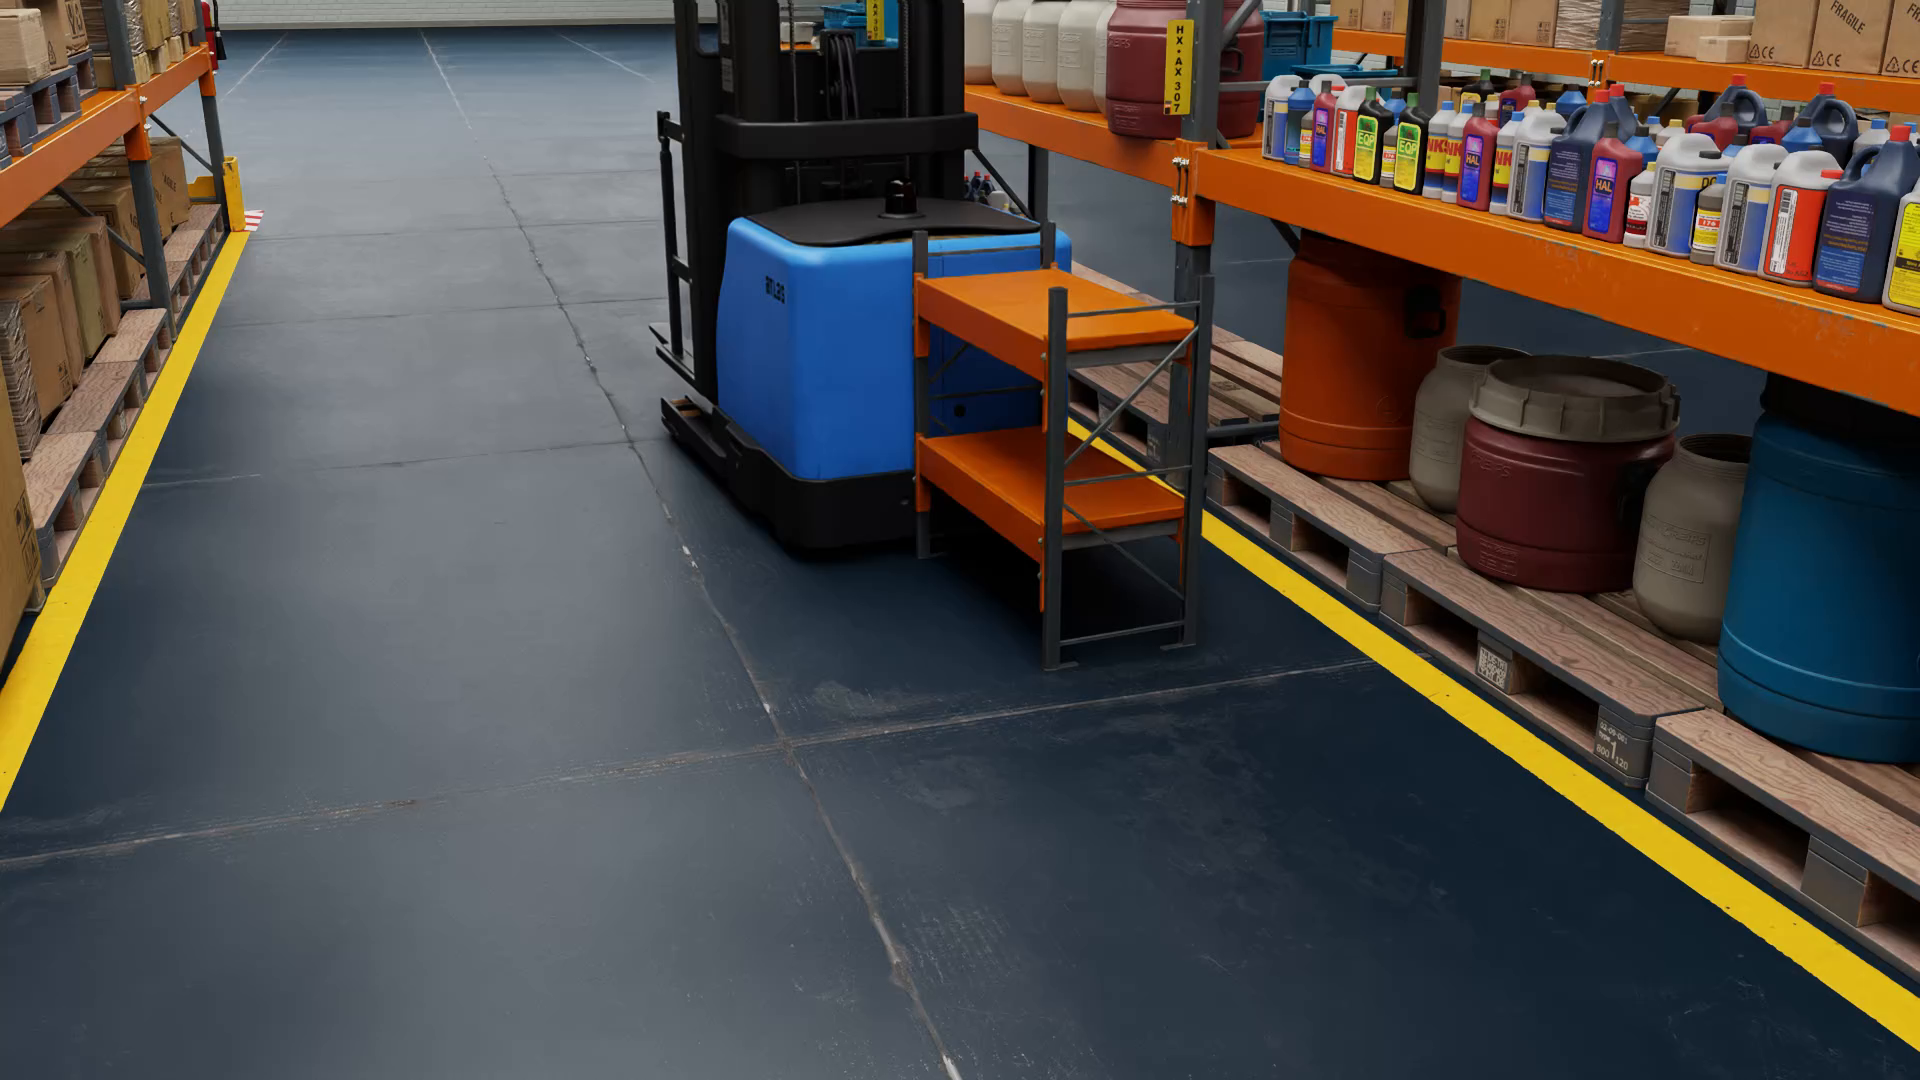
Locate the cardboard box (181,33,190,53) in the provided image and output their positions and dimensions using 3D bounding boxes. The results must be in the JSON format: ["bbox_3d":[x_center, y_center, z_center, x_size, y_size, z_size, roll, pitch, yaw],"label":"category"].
[{"bbox_3d":[-5.426,-3.366,11.222,0.380,0.149,0.250,-6,21,-17],"label":"cardboard box"}]

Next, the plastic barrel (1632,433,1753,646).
[{"bbox_3d":[2.087,-0.005,4.553,0.421,0.512,0.421,0,20,0],"label":"plastic barrel"}]

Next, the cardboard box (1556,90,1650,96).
[{"bbox_3d":[4.733,-3.075,12.376,0.500,0.500,0.500,-6,21,-17],"label":"cardboard box"}]

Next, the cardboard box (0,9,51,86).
[{"bbox_3d":[-3.711,-1.831,6.177,0.500,0.250,0.500,-7,21,-19],"label":"cardboard box"}]

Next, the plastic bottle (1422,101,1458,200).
[{"bbox_3d":[1.399,-1.128,4.811,0.097,0.271,0.097,0,20,0],"label":"plastic bottle"}]

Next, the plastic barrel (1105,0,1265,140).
[{"bbox_3d":[0.866,-1.848,6.424,0.600,0.536,0.708,-6,21,-17],"label":"plastic barrel"}]

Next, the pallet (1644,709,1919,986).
[{"bbox_3d":[2.354,0.676,3.722,1.003,0.211,1.213,-6,21,-17],"label":"pallet"}]

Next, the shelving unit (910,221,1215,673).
[{"bbox_3d":[0.279,-0.338,5.195,0.538,1.125,1.048,-8,21,-21],"label":"shelving unit"}]

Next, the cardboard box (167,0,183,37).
[{"bbox_3d":[-5.383,-3.404,10.367,0.875,0.500,0.500,-6,21,-17],"label":"cardboard box"}]

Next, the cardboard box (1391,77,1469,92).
[{"bbox_3d":[3.774,-3.501,13.565,0.500,0.500,0.500,-6,21,-17],"label":"cardboard box"}]

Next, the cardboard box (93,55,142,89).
[{"bbox_3d":[-4.442,-2.408,8.554,0.380,0.149,0.250,-6,21,-17],"label":"cardboard box"}]

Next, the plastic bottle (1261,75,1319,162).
[{"bbox_3d":[1.129,-1.436,5.661,0.152,0.276,0.135,-6,21,-17],"label":"plastic bottle"}]

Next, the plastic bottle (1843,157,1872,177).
[{"bbox_3d":[1.965,-0.714,3.657,0.097,0.271,0.097,0,20,0],"label":"plastic bottle"}]

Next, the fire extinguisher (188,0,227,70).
[{"bbox_3d":[-5.515,-3.758,12.056,0.296,0.674,0.183,-6,21,-17],"label":"fire extinguisher"}]

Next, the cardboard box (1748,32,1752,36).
[{"bbox_3d":[5.197,-3.151,10.449,0.396,0.266,0.258,-7,21,-19],"label":"cardboard box"}]

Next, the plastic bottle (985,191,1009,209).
[{"bbox_3d":[0.231,-2.126,10.777,0.152,0.276,0.135,-6,21,-15],"label":"plastic bottle"}]

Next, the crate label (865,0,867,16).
[{"bbox_3d":[-0.380,-3.690,11.699,0.502,0.435,0.616,-6,21,-17],"label":"crate label"}]

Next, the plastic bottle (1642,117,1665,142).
[{"bbox_3d":[2.107,-1.189,5.084,0.097,0.201,0.097,0,20,0],"label":"plastic bottle"}]

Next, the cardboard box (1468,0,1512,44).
[{"bbox_3d":[4.274,-3.995,12.454,0.700,0.500,0.500,-6,21,-16],"label":"cardboard box"}]

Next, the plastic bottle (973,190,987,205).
[{"bbox_3d":[0.130,-2.118,10.744,0.061,0.283,0.133,-6,21,-17],"label":"plastic bottle"}]

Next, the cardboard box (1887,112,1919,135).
[{"bbox_3d":[8.684,-3.663,14.724,0.700,0.500,0.500,-8,21,-21],"label":"cardboard box"}]

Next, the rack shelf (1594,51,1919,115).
[{"bbox_3d":[5.374,-2.496,9.493,1.077,0.370,4.000,-6,21,-17],"label":"rack shelf"}]

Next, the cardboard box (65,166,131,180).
[{"bbox_3d":[-5.204,-1.953,9.993,0.500,0.500,0.500,-8,21,-22],"label":"cardboard box"}]

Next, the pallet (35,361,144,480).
[{"bbox_3d":[-4.026,-0.471,6.915,1.003,0.211,1.213,-6,21,-17],"label":"pallet"}]

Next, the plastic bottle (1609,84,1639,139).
[{"bbox_3d":[1.713,-1.034,4.431,0.144,0.351,0.185,-6,21,-17],"label":"plastic bottle"}]

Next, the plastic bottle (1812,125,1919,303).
[{"bbox_3d":[1.899,-0.680,3.446,0.144,0.351,0.185,-6,21,-17],"label":"plastic bottle"}]

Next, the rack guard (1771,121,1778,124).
[{"bbox_3d":[8.214,-4.087,16.555,1.175,0.500,0.348,-6,21,-17],"label":"rack guard"}]

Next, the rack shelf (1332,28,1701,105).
[{"bbox_3d":[4.117,-3.780,13.066,1.077,0.370,4.000,-6,21,-17],"label":"rack shelf"}]

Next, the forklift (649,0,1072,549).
[{"bbox_3d":[-0.638,-1.811,6.623,1.130,2.935,3.031,-8,21,-21],"label":"forklift"}]

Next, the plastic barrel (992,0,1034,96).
[{"bbox_3d":[0.365,-2.450,8.098,0.433,0.535,0.433,0,20,0],"label":"plastic barrel"}]

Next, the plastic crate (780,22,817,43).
[{"bbox_3d":[-1.239,-3.790,12.420,0.298,0.136,0.250,-6,21,-17],"label":"plastic crate"}]

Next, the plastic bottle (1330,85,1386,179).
[{"bbox_3d":[1.274,-1.288,5.248,0.152,0.276,0.135,-6,21,-17],"label":"plastic bottle"}]

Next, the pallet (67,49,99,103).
[{"bbox_3d":[-4.557,-2.074,7.537,1.003,0.211,1.213,-6,21,-17],"label":"pallet"}]

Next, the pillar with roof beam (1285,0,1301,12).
[{"bbox_3d":[1.373,-11.372,24.264,9.100,9.000,0.400,-6,21,-17],"label":"pillar with roof beam"}]

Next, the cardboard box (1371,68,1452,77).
[{"bbox_3d":[3.940,-3.876,14.608,0.500,0.500,0.500,-6,21,-17],"label":"cardboard box"}]

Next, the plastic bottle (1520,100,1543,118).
[{"bbox_3d":[1.923,-1.377,5.606,0.097,0.201,0.097,0,20,0],"label":"plastic bottle"}]

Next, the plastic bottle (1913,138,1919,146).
[{"bbox_3d":[2.409,-0.886,4.130,0.152,0.276,0.135,-6,21,-17],"label":"plastic bottle"}]

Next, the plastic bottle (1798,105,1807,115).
[{"bbox_3d":[2.291,-1.059,4.601,0.061,0.283,0.133,-6,21,-17],"label":"plastic bottle"}]

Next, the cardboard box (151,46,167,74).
[{"bbox_3d":[-4.740,-2.731,9.453,0.380,0.149,0.250,-6,21,-17],"label":"cardboard box"}]

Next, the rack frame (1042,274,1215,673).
[{"bbox_3d":[0.476,-0.180,4.754,0.500,1.125,0.032,-8,21,-21],"label":"rack frame"}]

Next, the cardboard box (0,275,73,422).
[{"bbox_3d":[-4.003,-0.743,6.594,0.700,0.500,0.500,-5,20,-13],"label":"cardboard box"}]

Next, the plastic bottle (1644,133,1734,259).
[{"bbox_3d":[1.738,-0.815,3.930,0.152,0.276,0.135,-6,21,-17],"label":"plastic bottle"}]

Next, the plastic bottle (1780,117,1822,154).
[{"bbox_3d":[2.201,-0.971,4.374,0.097,0.271,0.097,0,20,0],"label":"plastic bottle"}]

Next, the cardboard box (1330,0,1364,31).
[{"bbox_3d":[3.623,-4.656,14.294,0.700,0.500,0.500,-6,21,-17],"label":"cardboard box"}]

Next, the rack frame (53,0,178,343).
[{"bbox_3d":[-4.660,-2.425,8.231,1.000,3.000,0.127,-6,21,-17],"label":"rack frame"}]

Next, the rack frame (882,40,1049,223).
[{"bbox_3d":[0.042,-2.951,9.696,1.000,3.000,0.127,-6,21,-17],"label":"rack frame"}]

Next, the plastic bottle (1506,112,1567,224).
[{"bbox_3d":[1.565,-0.991,4.422,0.152,0.276,0.135,-6,21,-17],"label":"plastic bottle"}]
